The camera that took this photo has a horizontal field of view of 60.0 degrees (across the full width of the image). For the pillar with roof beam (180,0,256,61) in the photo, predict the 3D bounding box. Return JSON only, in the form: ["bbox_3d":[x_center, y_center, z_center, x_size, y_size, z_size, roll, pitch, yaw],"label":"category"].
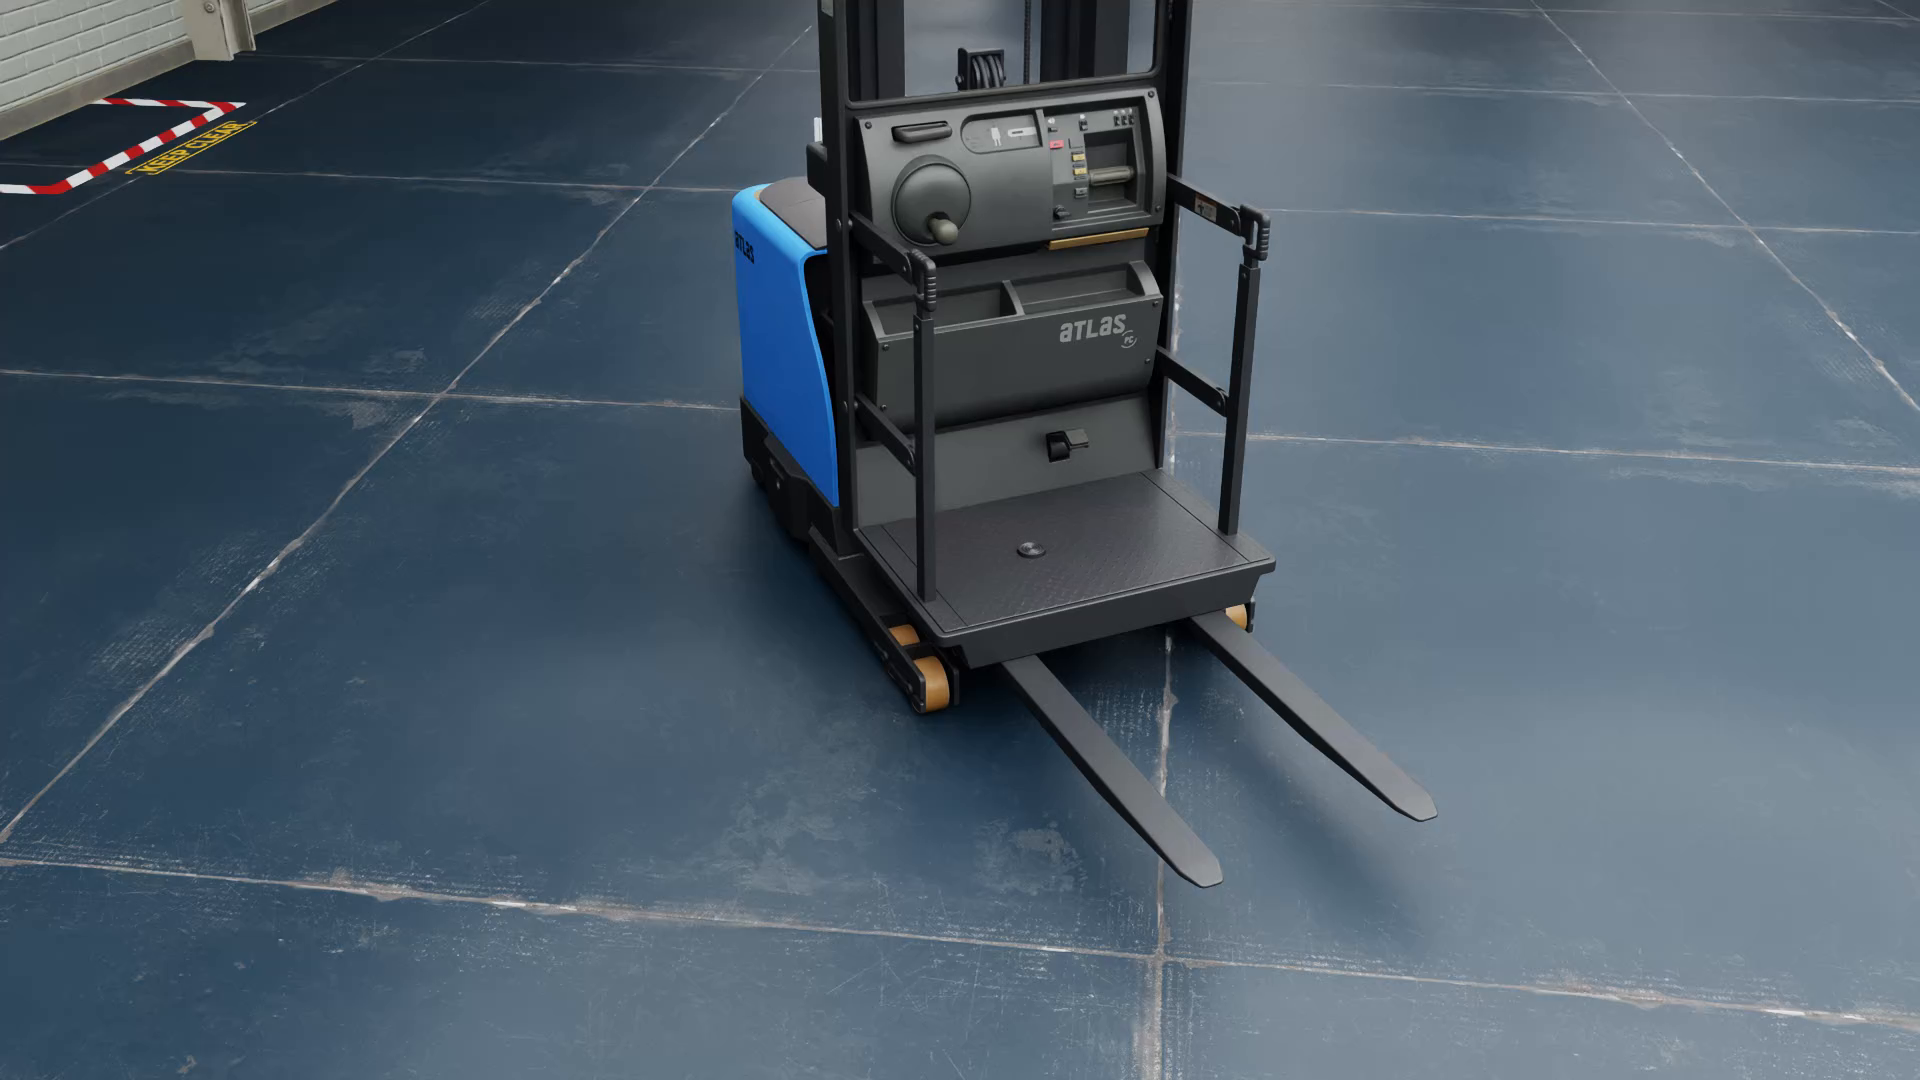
[{"bbox_3d":[-1.284,-7.380,9.961,9.100,9.000,0.400,3,28,6],"label":"pillar with roof beam"}]

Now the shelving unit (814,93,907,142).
[{"bbox_3d":[-0.284,-1.073,6.476,0.258,1.200,0.503,21,34,33],"label":"shelving unit"}]

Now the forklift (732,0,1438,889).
[{"bbox_3d":[0.250,-1.020,4.553,1.130,2.935,3.031,-12,30,-21],"label":"forklift"}]

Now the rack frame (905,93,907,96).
[{"bbox_3d":[-0.133,-1.163,6.644,0.240,1.200,0.015,21,34,33],"label":"rack frame"}]

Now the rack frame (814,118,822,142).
[{"bbox_3d":[-0.435,-0.982,6.307,0.240,1.200,0.015,21,34,33],"label":"rack frame"}]
